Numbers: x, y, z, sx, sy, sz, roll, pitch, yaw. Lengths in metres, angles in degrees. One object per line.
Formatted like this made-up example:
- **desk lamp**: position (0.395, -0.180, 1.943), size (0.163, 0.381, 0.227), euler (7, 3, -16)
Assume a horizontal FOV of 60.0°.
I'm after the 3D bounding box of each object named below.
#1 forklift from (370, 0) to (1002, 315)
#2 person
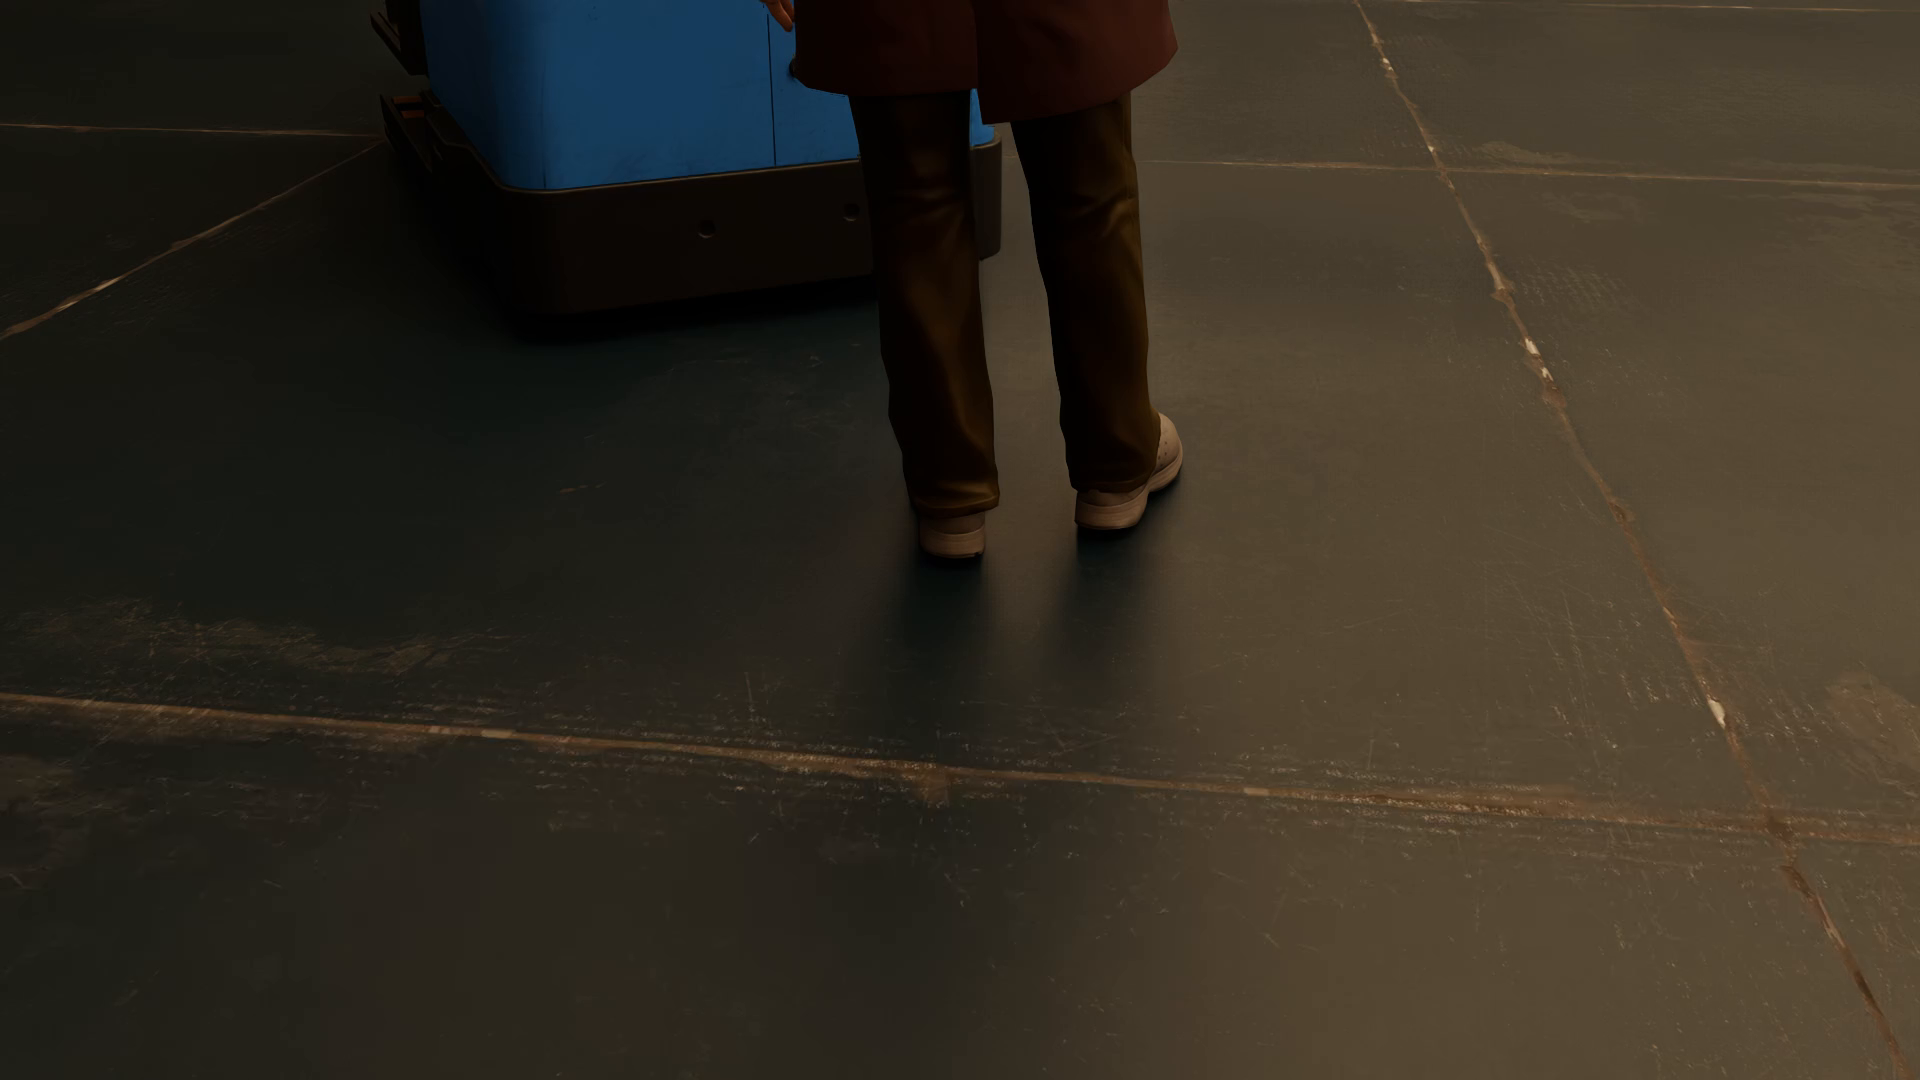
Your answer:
- **forklift**: position (-0.971, -2.378, 3.984), size (1.130, 2.935, 3.031), euler (-11, 29, -21)
- **person**: position (0.017, -0.842, 2.180), size (0.694, 1.775, 0.582), euler (3, 27, 7)
